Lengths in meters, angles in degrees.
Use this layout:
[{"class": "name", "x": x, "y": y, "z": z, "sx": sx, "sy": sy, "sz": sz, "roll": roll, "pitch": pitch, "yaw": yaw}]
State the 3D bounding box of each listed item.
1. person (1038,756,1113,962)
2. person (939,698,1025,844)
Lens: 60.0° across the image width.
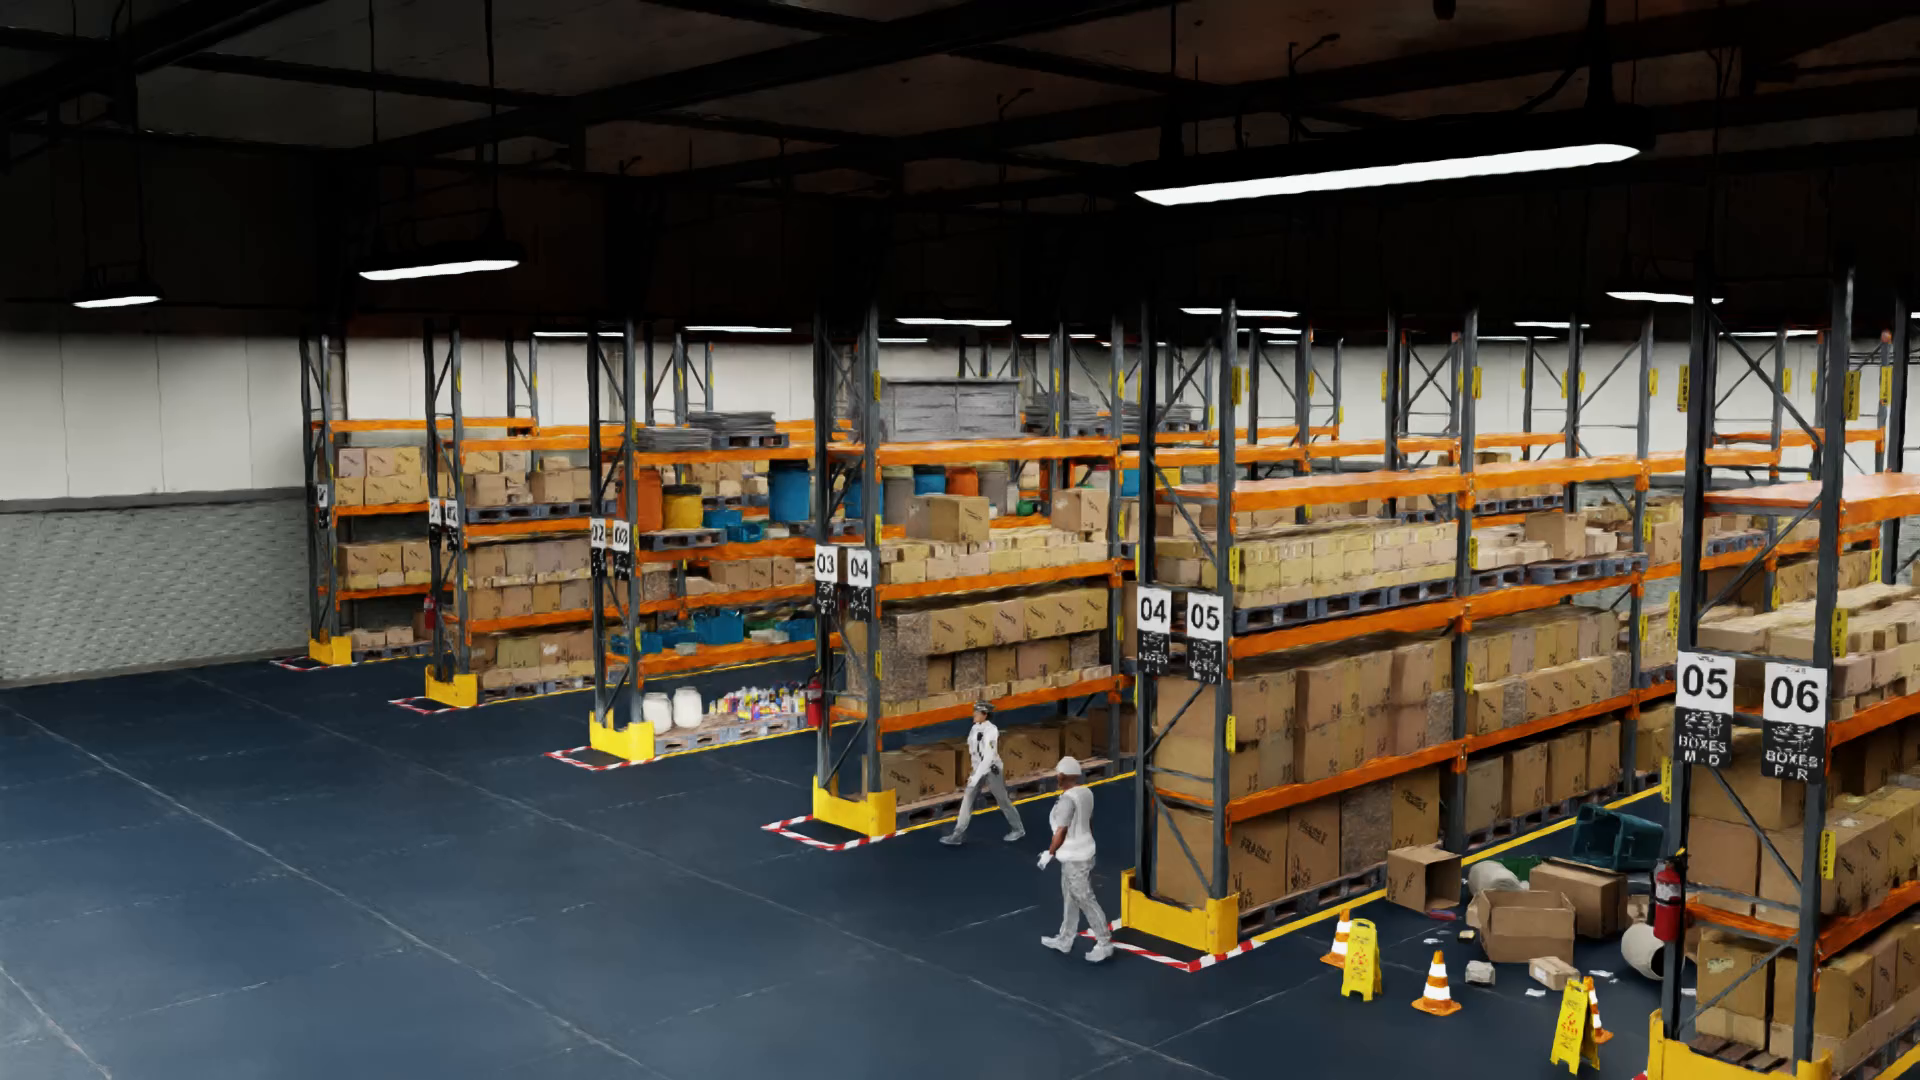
[{"class": "person", "x": 1.030, "y": 2.803, "z": 14.730, "sx": 0.714, "sy": 1.781, "sz": 0.570, "roll": 2, "pitch": 6, "yaw": 19}, {"class": "person", "x": 0.260, "y": 2.514, "z": 18.117, "sx": 0.980, "sy": 1.621, "sz": 0.482, "roll": -4, "pitch": 7, "yaw": -34}]
